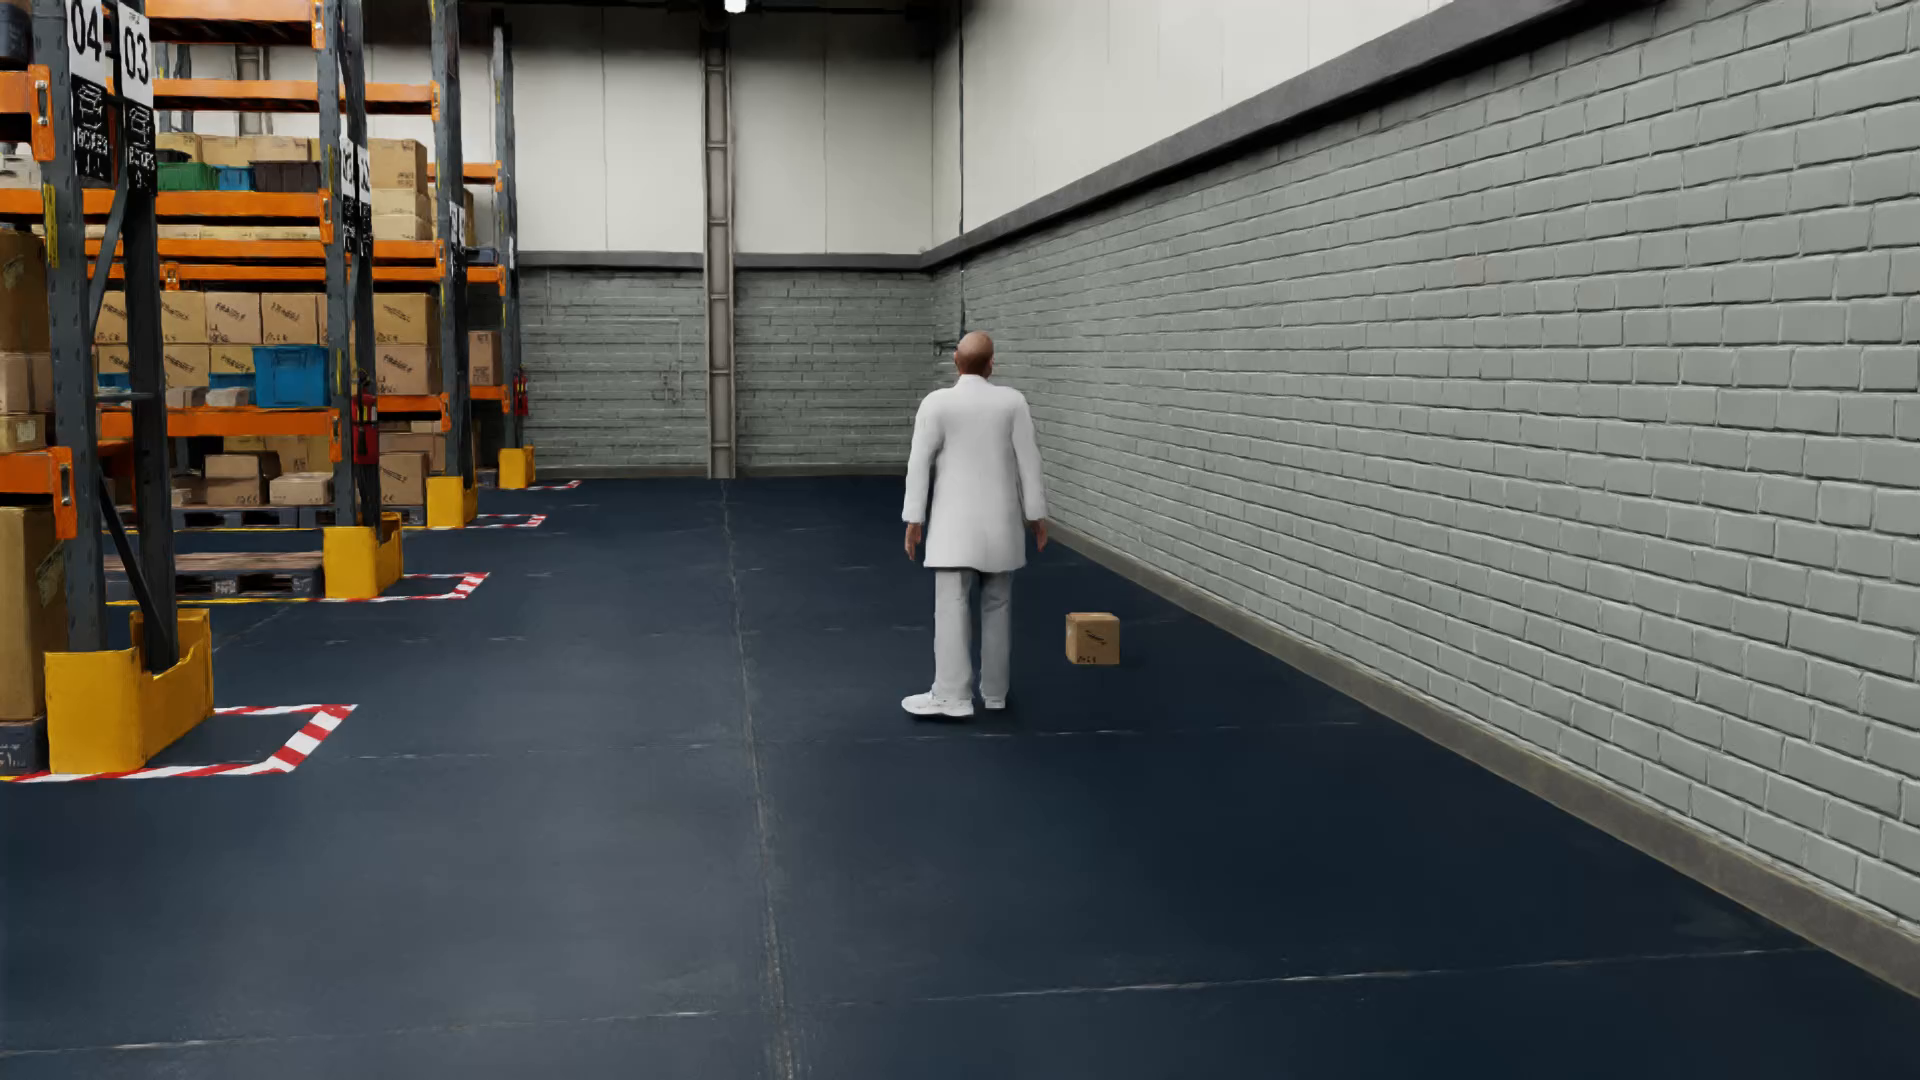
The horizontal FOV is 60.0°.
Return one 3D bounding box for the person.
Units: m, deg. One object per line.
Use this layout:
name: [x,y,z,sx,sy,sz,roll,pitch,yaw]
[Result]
person: [0.061,-0.086,7.834,0.700,1.781,0.574,-1,6,-12]
